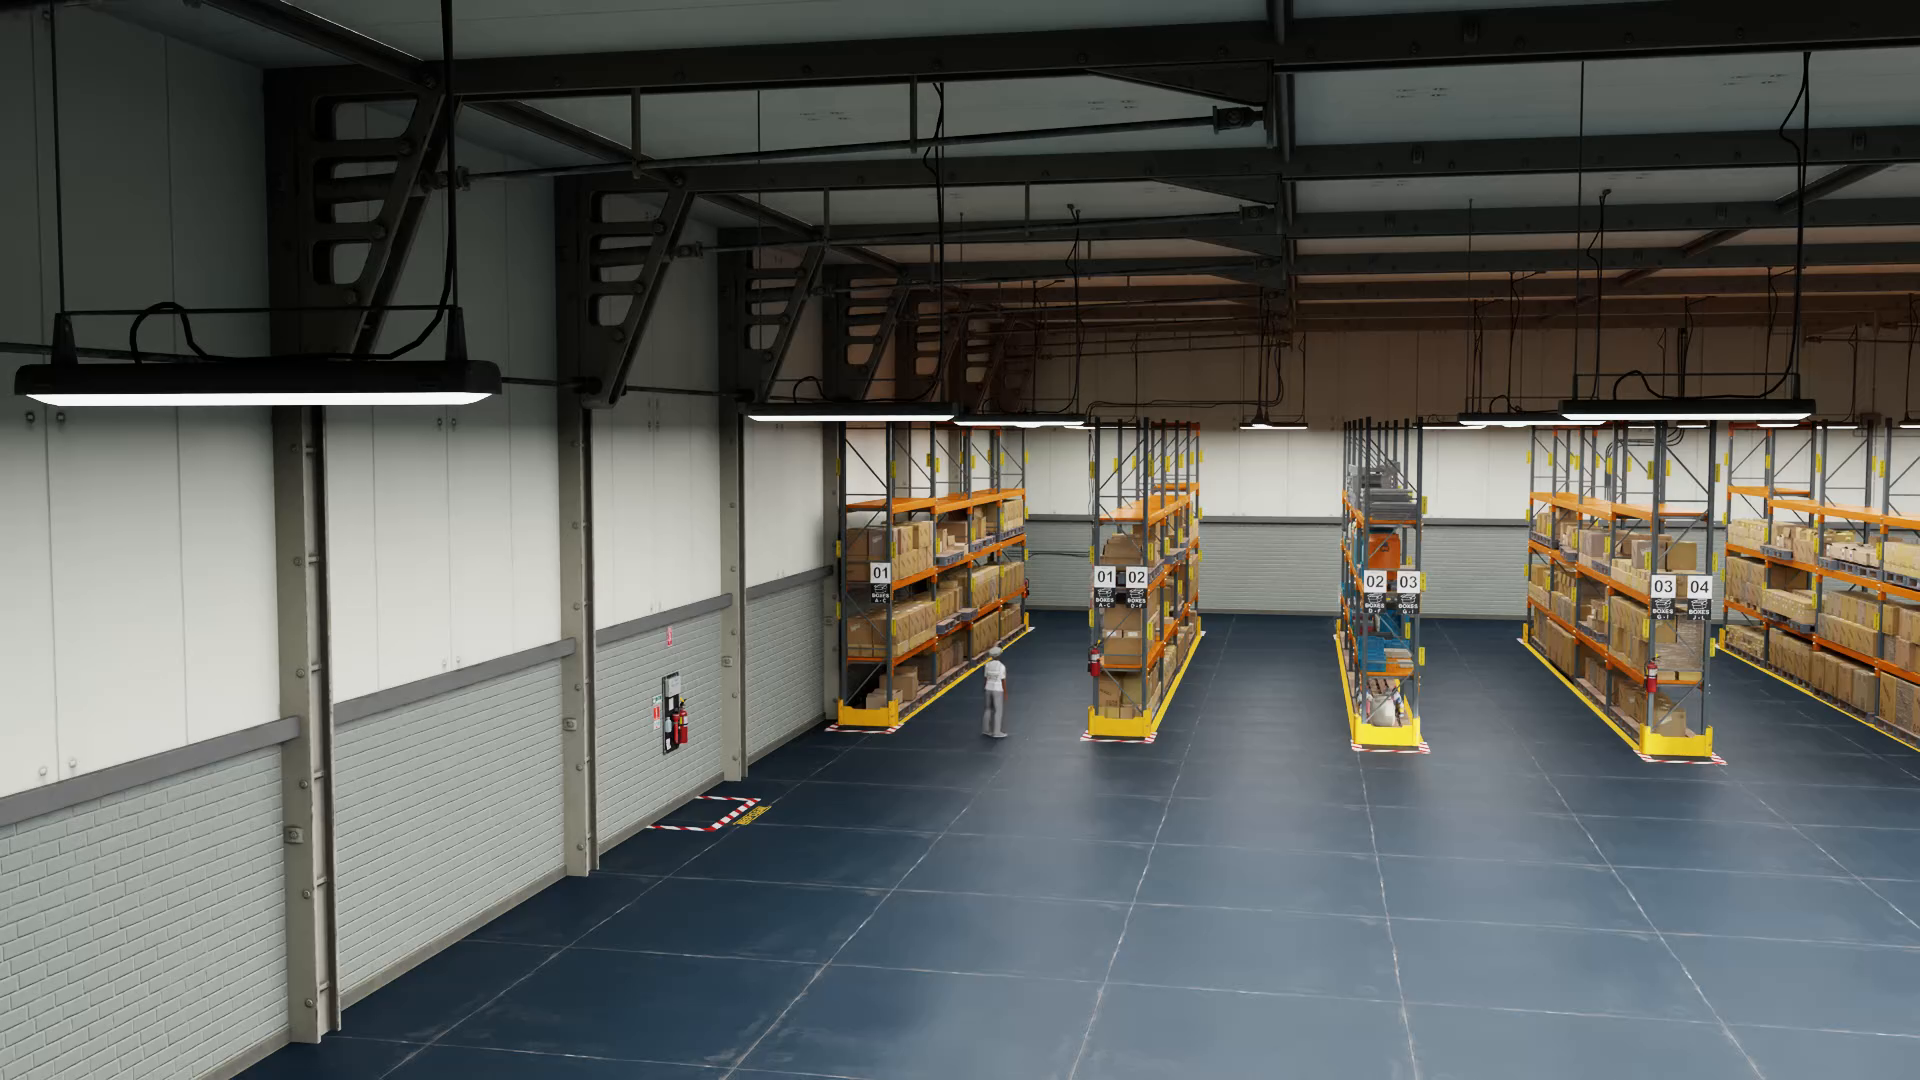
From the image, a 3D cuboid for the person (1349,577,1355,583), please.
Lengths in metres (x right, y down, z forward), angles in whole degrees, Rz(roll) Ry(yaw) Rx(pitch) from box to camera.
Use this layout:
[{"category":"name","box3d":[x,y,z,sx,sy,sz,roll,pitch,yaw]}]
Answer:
[{"category":"person","box3d":[11.183,1.769,47.177,0.592,1.798,0.503,0,4,-2]}]

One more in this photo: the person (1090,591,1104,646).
[{"category":"person","box3d":[3.767,1.960,44.837,0.577,1.771,0.976,1,4,15]}]

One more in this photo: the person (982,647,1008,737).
[{"category":"person","box3d":[0.653,2.869,31.277,0.350,1.719,0.572,-3,5,-42]}]
